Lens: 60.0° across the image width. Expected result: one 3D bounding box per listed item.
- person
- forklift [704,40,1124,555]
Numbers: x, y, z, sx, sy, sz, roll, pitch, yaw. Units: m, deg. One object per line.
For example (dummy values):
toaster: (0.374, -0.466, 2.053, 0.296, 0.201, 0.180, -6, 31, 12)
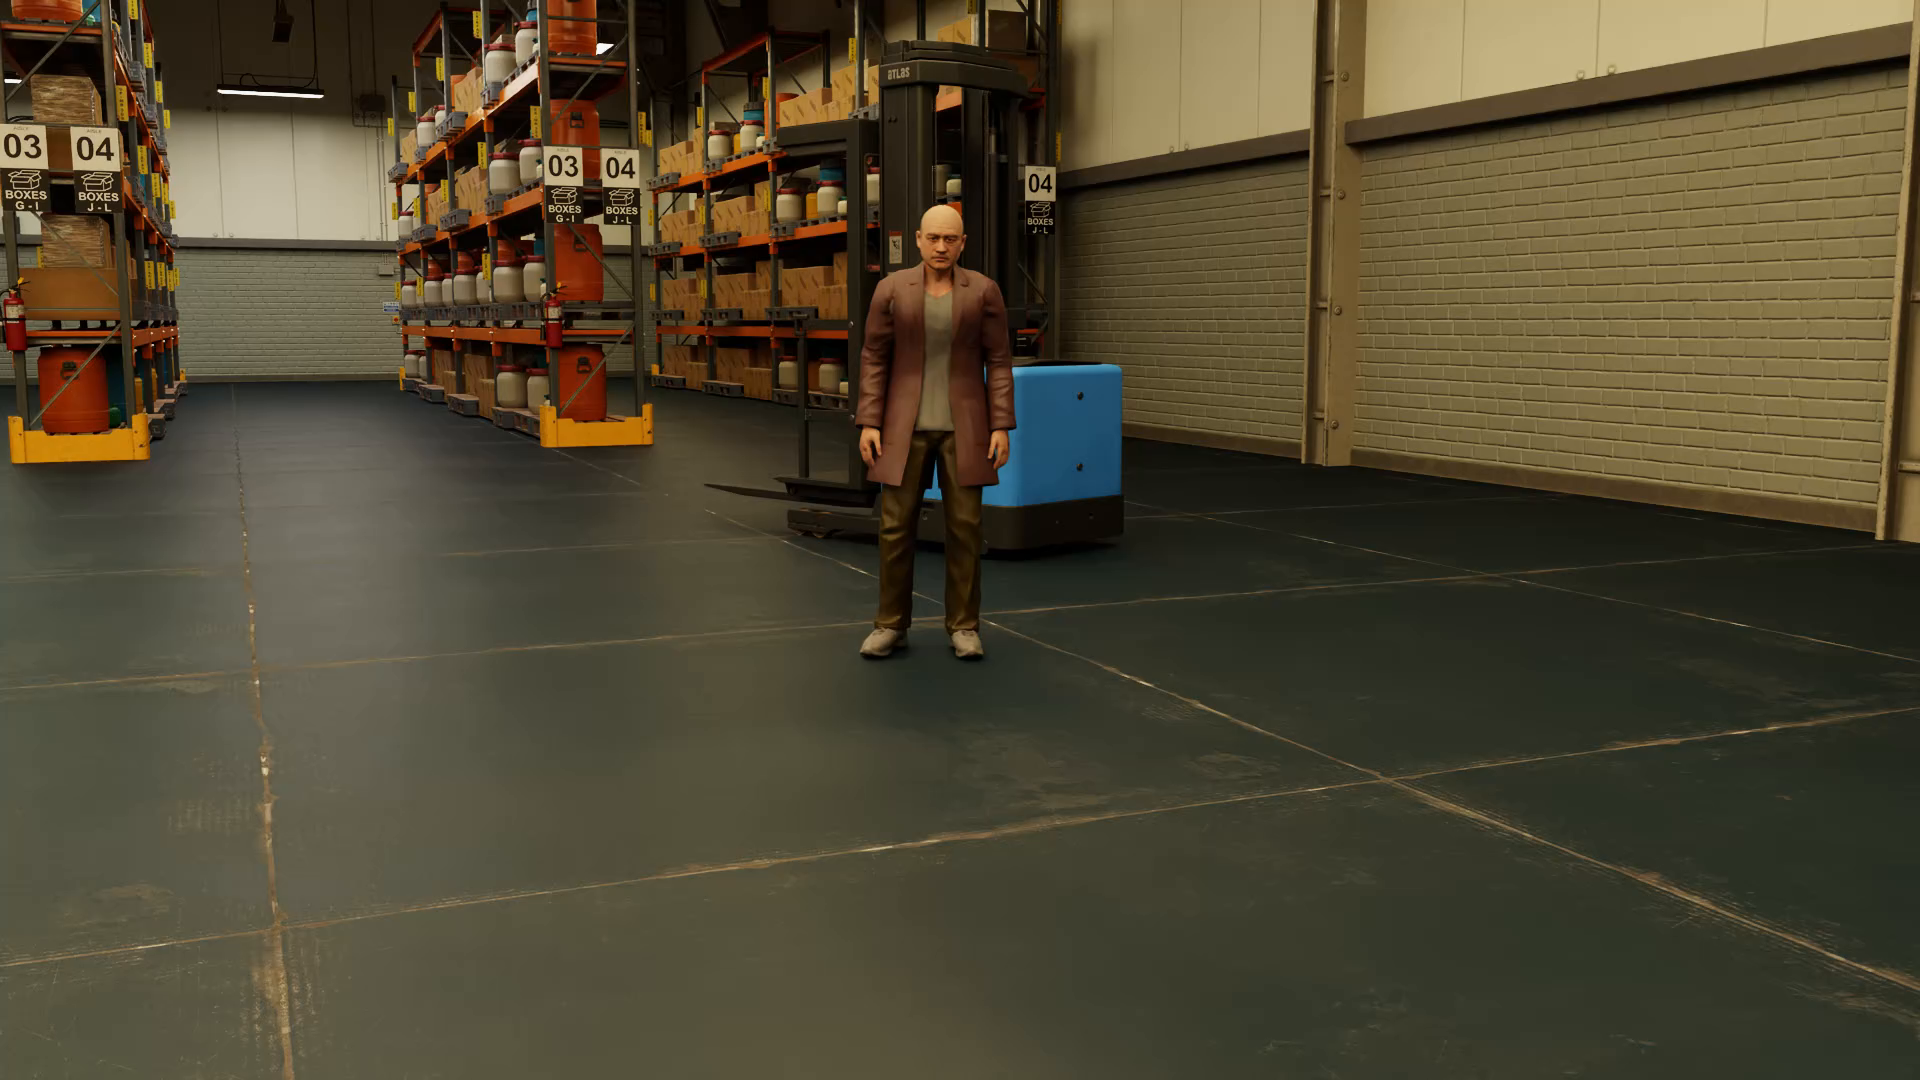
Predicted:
person: (-0.096, -0.428, 6.615, 0.644, 1.772, 0.436, 0, 8, 0)
forklift: (-0.436, -1.509, 10.383, 3.031, 2.935, 1.130, 7, 10, 44)
